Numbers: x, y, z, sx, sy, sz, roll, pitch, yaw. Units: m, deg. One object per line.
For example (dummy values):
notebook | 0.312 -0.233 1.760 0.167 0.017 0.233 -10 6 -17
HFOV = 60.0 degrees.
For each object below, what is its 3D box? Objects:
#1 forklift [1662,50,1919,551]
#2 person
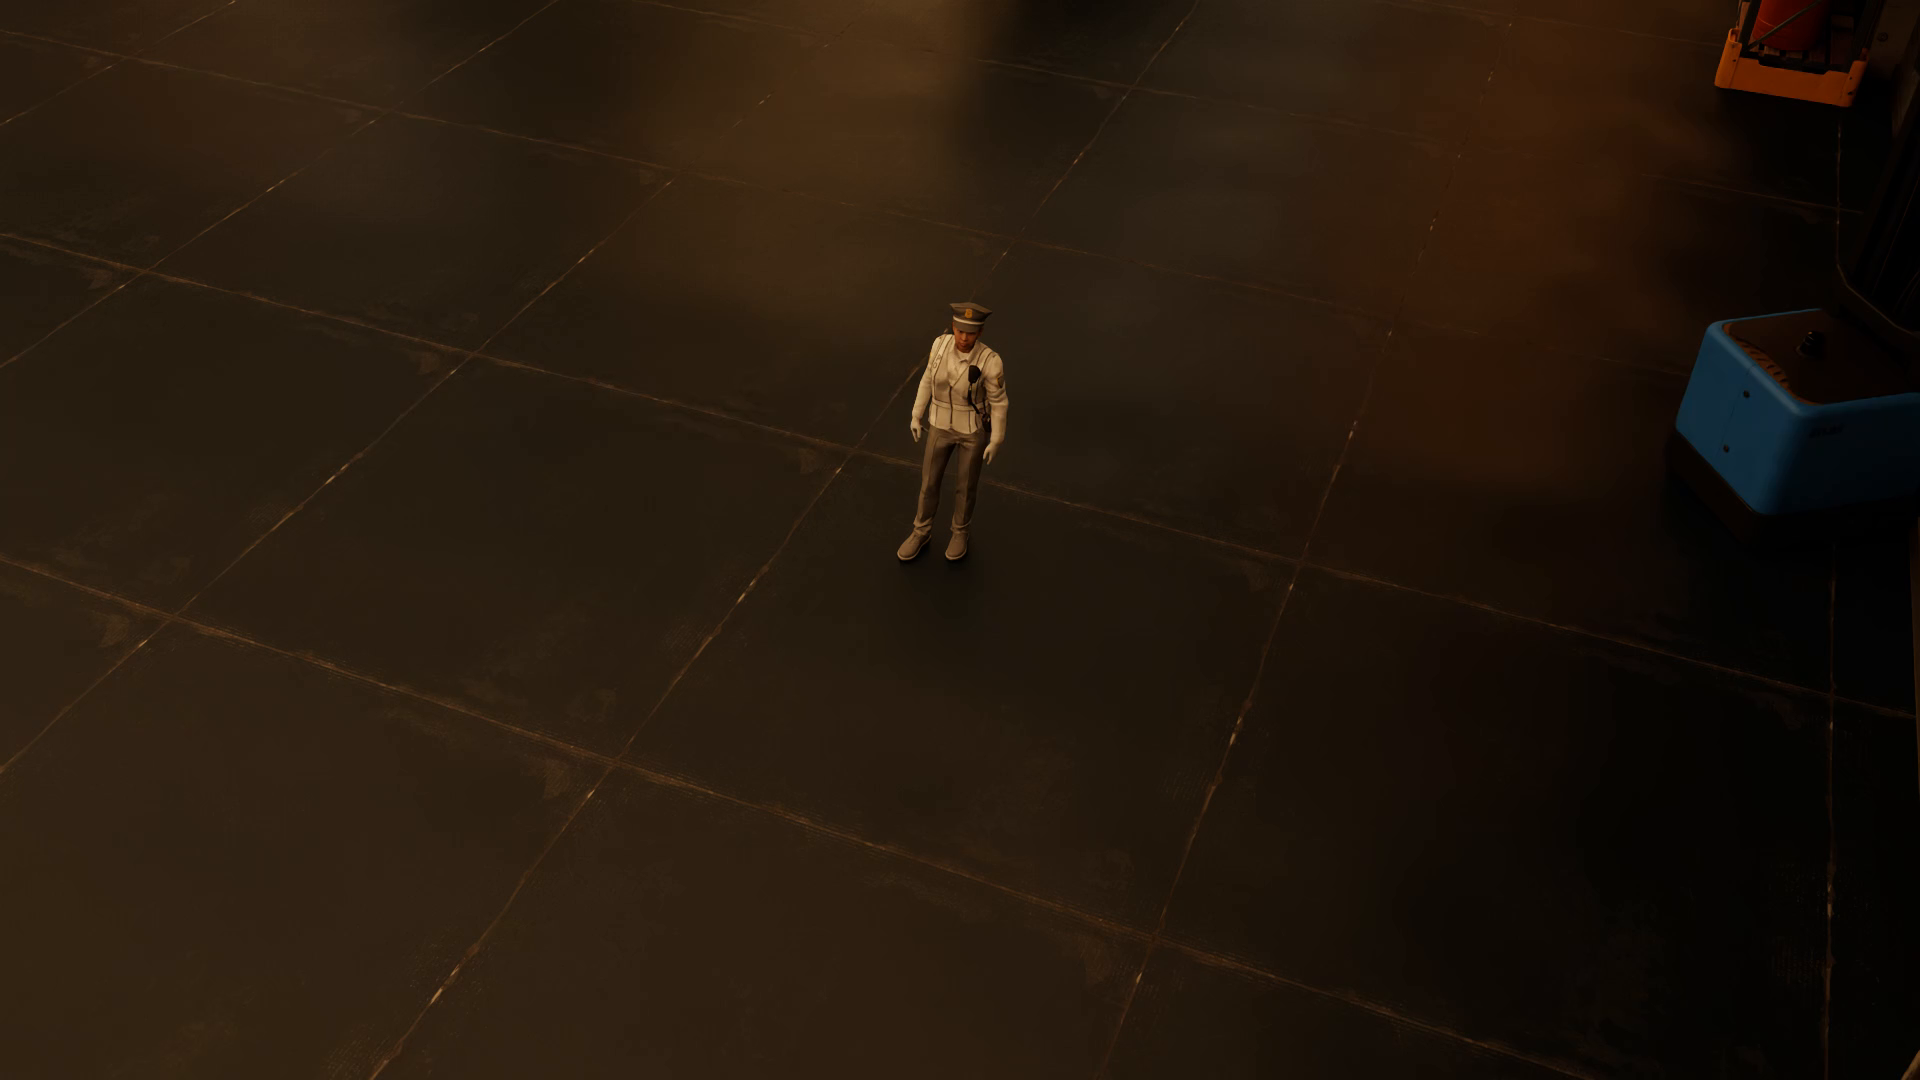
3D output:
forklift | 6.148 -1.547 9.855 3.031 2.935 1.130 -8 41 -10
person | -0.033 -0.616 9.694 0.586 1.694 0.530 15 42 17
